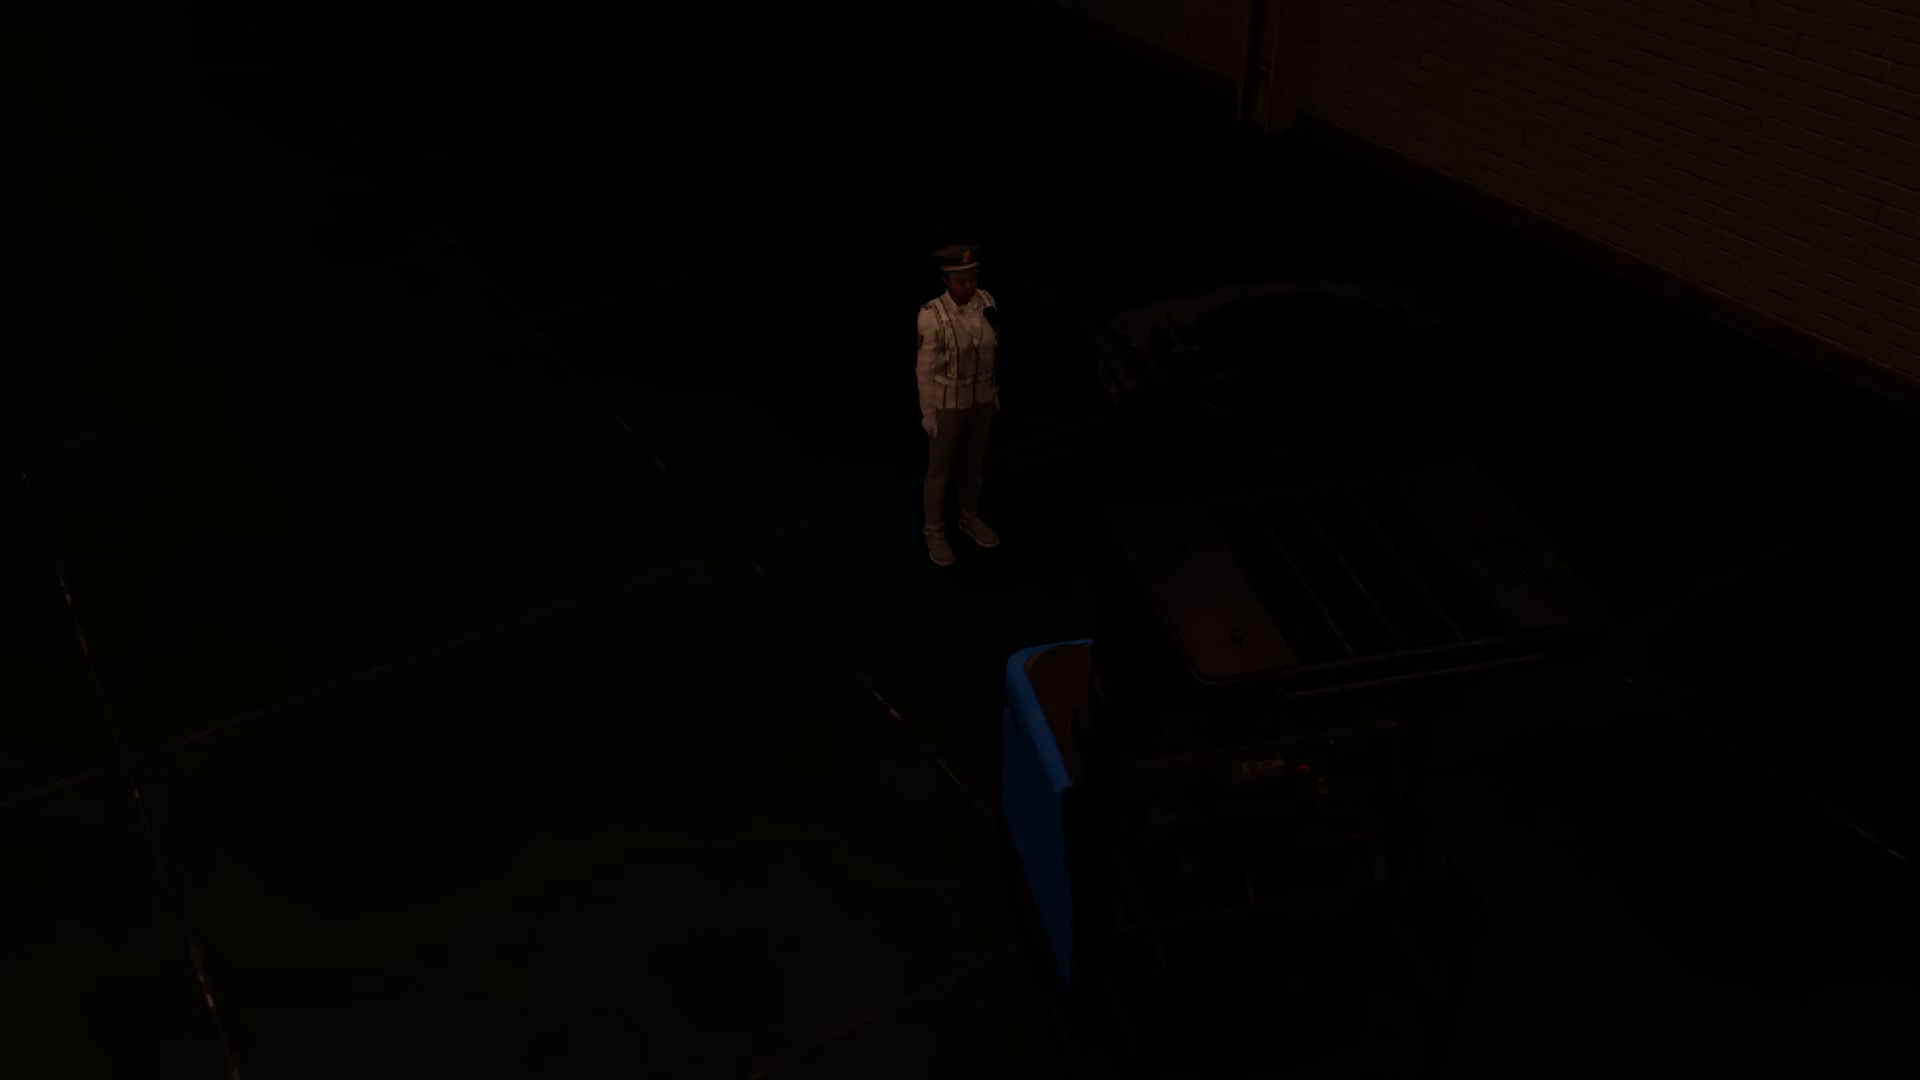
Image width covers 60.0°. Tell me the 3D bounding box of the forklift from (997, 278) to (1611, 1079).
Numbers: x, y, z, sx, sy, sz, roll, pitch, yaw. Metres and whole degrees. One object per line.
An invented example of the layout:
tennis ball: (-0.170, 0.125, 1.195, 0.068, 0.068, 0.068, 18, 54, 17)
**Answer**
forklift: (0.985, 0.852, 4.935, 1.130, 2.935, 3.031, -8, 36, -11)

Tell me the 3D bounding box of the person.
person: (0.009, -0.683, 8.203, 0.463, 1.692, 0.337, -21, 40, -27)
